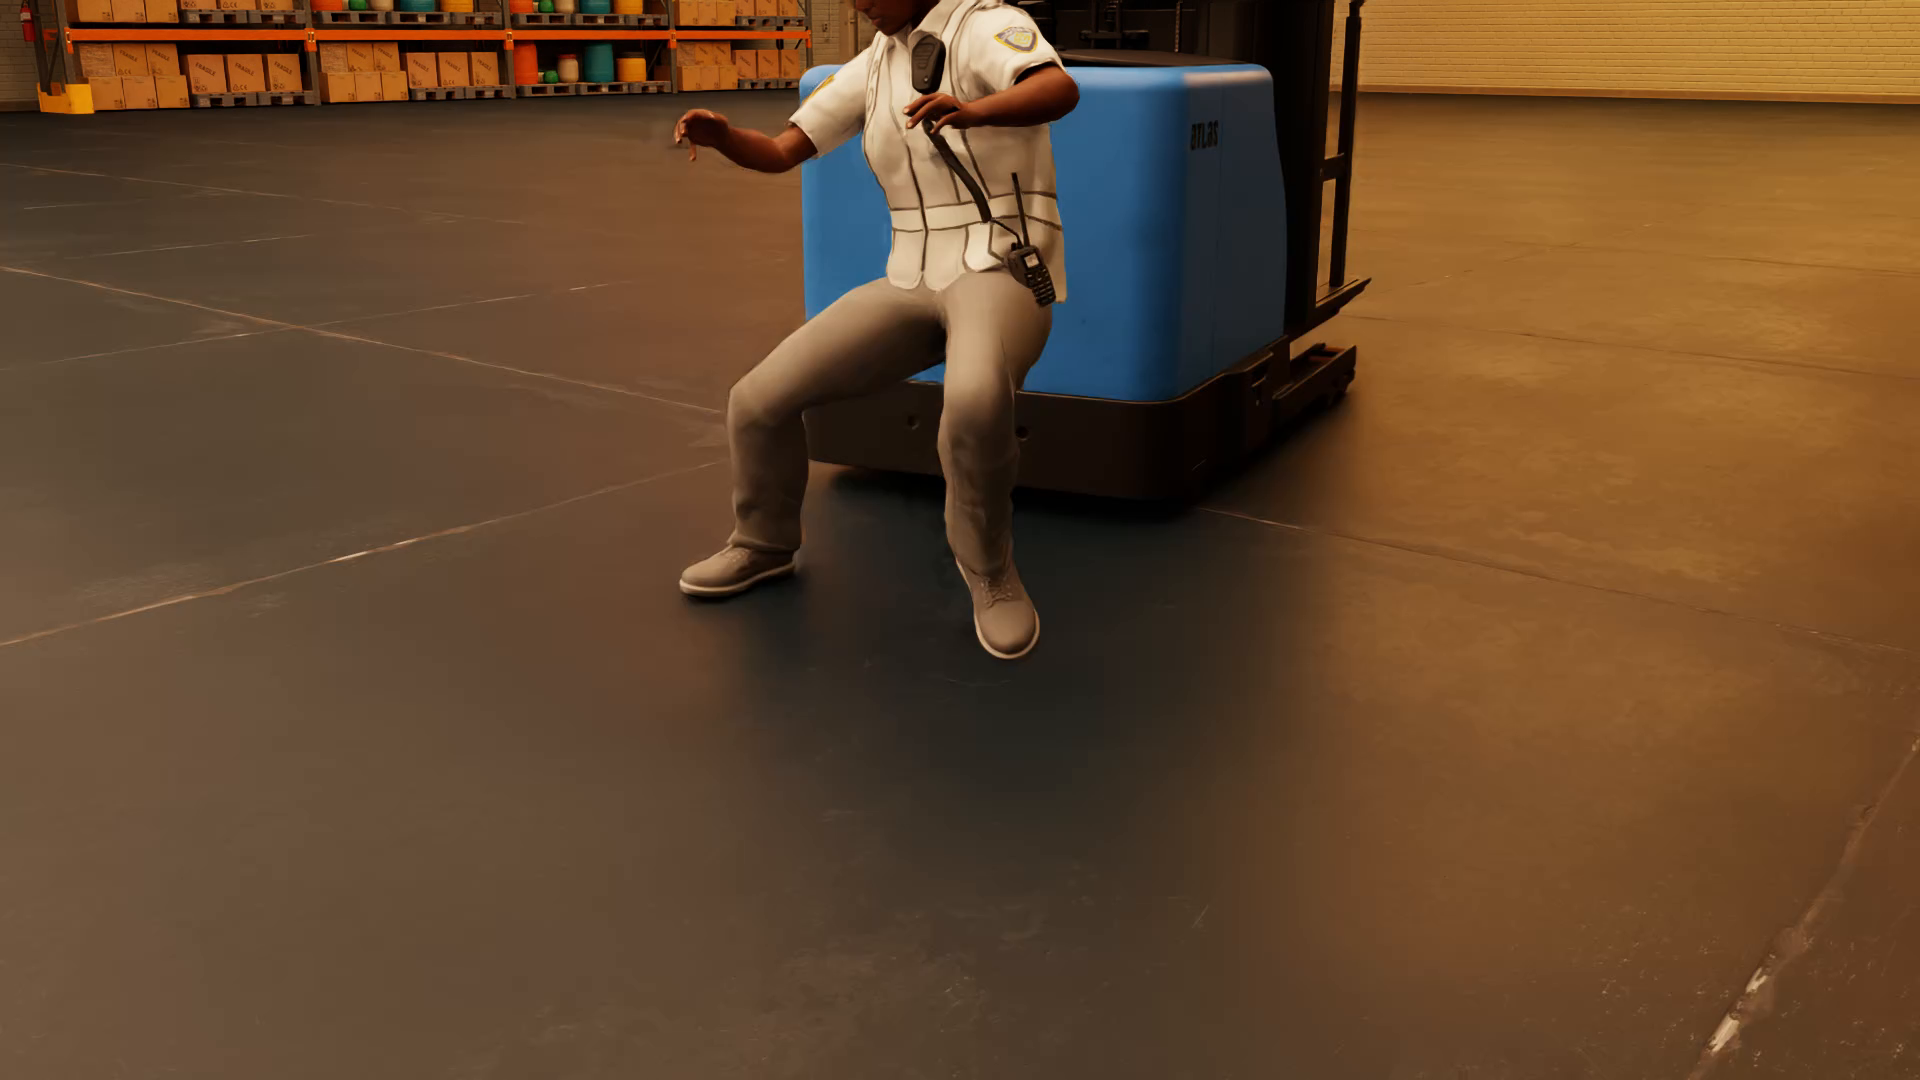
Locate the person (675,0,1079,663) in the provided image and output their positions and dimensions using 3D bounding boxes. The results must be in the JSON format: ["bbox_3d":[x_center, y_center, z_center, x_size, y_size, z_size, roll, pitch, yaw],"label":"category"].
[{"bbox_3d":[-0.165,-0.504,3.161,0.739,1.409,0.927,-14,22,-39],"label":"person"}]

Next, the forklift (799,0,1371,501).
[{"bbox_3d":[0.672,-1.881,5.091,1.130,2.935,3.031,8,19,24],"label":"forklift"}]
